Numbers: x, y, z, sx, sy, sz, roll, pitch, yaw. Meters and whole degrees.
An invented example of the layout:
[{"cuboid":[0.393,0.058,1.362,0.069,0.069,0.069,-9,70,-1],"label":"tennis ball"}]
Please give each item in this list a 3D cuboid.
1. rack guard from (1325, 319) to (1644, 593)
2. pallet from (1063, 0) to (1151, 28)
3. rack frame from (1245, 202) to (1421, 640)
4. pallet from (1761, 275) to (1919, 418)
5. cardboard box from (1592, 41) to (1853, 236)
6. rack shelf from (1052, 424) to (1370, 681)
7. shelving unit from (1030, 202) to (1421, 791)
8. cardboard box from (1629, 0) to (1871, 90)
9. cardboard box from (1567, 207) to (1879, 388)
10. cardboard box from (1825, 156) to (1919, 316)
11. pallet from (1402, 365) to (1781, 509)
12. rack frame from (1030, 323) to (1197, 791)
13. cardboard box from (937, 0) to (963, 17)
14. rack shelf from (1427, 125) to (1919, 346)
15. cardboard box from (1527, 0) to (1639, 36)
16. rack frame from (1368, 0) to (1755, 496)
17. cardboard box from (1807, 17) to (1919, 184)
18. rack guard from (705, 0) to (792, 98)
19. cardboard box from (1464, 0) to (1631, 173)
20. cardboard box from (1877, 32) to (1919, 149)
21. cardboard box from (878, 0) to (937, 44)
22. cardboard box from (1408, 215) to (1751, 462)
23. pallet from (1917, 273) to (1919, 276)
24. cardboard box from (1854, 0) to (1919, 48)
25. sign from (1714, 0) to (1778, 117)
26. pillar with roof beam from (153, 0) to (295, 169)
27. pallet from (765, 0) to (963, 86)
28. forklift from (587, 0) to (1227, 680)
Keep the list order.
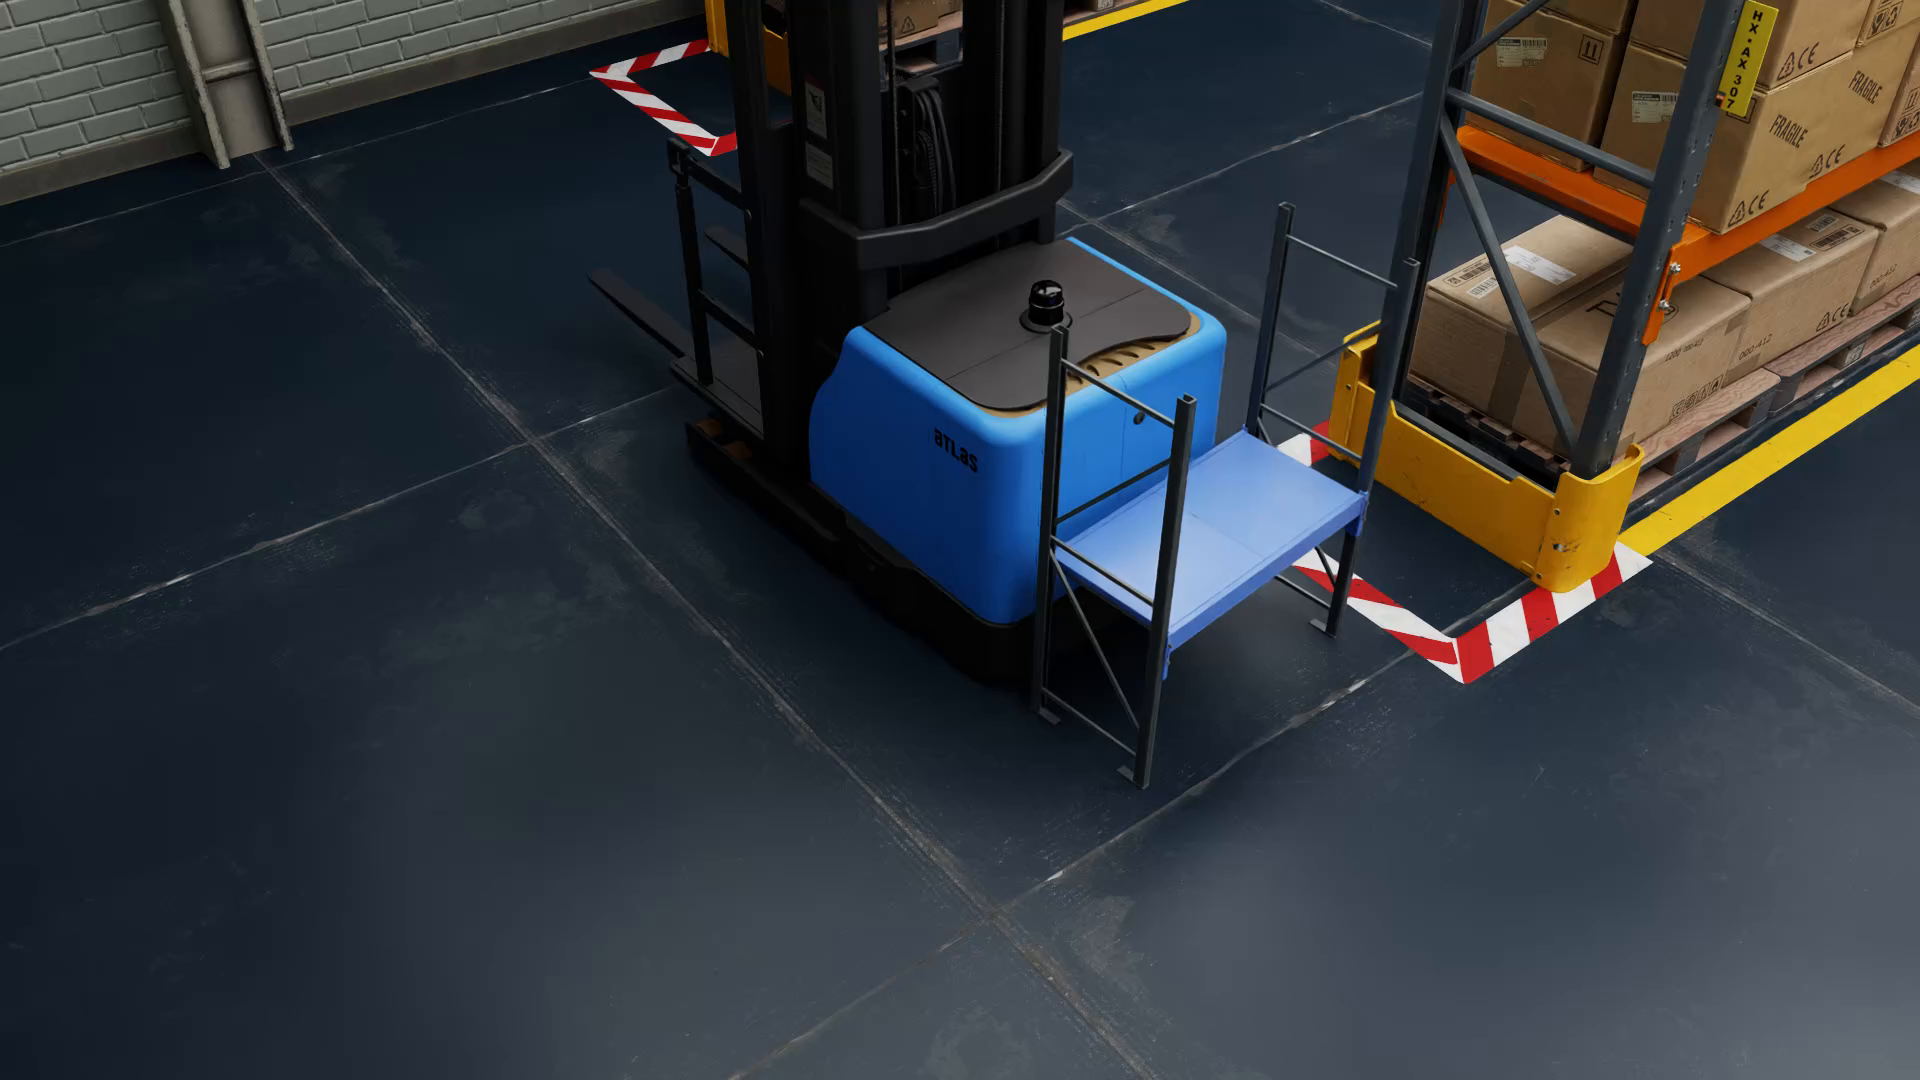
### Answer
[{"cuboid":[1.938,-0.343,6.274,0.348,0.500,1.175,-26,46,-28],"label":"rack guard"},{"cuboid":[0.588,-3.542,10.402,1.213,0.211,1.003,-26,46,-28],"label":"pallet"},{"cuboid":[1.159,-0.349,5.487,0.032,1.500,0.500,-31,50,-32],"label":"rack frame"},{"cuboid":[3.510,-1.058,7.374,1.213,0.211,1.003,-26,46,-28],"label":"pallet"},{"cuboid":[2.513,-1.399,5.511,0.500,0.500,0.500,-26,46,-28],"label":"cardboard box"},{"cuboid":[0.791,0.012,5.330,1.000,0.185,0.538,-31,50,-32],"label":"rack shelf"},{"cuboid":[0.793,-0.126,5.215,1.048,1.500,0.538,-31,50,-32],"label":"shelving unit"},{"cuboid":[2.511,-1.787,5.196,0.500,0.500,0.500,-27,46,-29],"label":"cardboard box"},{"cuboid":[3.140,-1.154,6.981,0.875,0.438,0.875,-25,45,-27],"label":"cardboard box"},{"cuboid":[3.856,-1.502,7.405,0.875,0.438,0.875,-27,47,-29],"label":"cardboard box"},{"cuboid":[2.544,-0.589,6.802,1.213,0.211,1.003,-26,46,-28],"label":"pallet"},{"cuboid":[0.426,0.098,4.942,0.032,1.500,0.500,-31,50,-32],"label":"rack frame"},{"cuboid":[-0.167,-3.207,9.711,0.250,0.149,0.380,-28,47,-30],"label":"cardboard box"},{"cuboid":[3.543,-1.814,6.663,4.000,0.370,1.077,-26,46,-28],"label":"rack shelf"},{"cuboid":[2.194,-2.050,5.517,0.500,0.500,0.500,-24,45,-27],"label":"cardboard box"},{"cuboid":[1.957,-1.319,5.493,0.127,3.000,1.000,-26,46,-28],"label":"rack frame"},{"cuboid":[2.897,-1.608,5.767,0.500,0.500,0.500,-27,46,-29],"label":"cardboard box"},{"cuboid":[-1.010,-2.877,9.363,0.348,0.500,1.175,-26,46,-28],"label":"rack guard"},{"cuboid":[2.179,-1.677,5.851,0.500,0.500,0.500,-26,46,-28],"label":"cardboard box"},{"cuboid":[3.311,-1.796,5.995,0.500,0.500,0.500,-26,46,-28],"label":"cardboard box"},{"cuboid":[-0.528,-3.200,9.423,0.637,0.503,0.797,-28,47,-30],"label":"cardboard box"},{"cuboid":[2.420,-0.796,6.545,0.875,0.438,0.875,-28,47,-29],"label":"cardboard box"},{"cuboid":[4.478,-1.532,7.952,1.213,0.211,1.003,-26,46,-28],"label":"pallet"},{"cuboid":[2.917,-1.990,5.443,0.500,0.500,0.500,-27,47,-29],"label":"cardboard box"},{"cuboid":[2.291,-1.403,4.850,0.005,0.325,0.100,-26,46,-28],"label":"sign"},{"cuboid":[-1.134,-3.380,3.275,0.400,9.000,9.100,-26,46,-28],"label":"pillar with roof beam"},{"cuboid":[-0.378,-3.074,9.830,1.213,0.211,1.003,-26,46,-28],"label":"pallet"},{"cuboid":[-0.431,-1.535,5.810,1.130,2.935,3.031,-27,47,-29],"label":"forklift"}]
